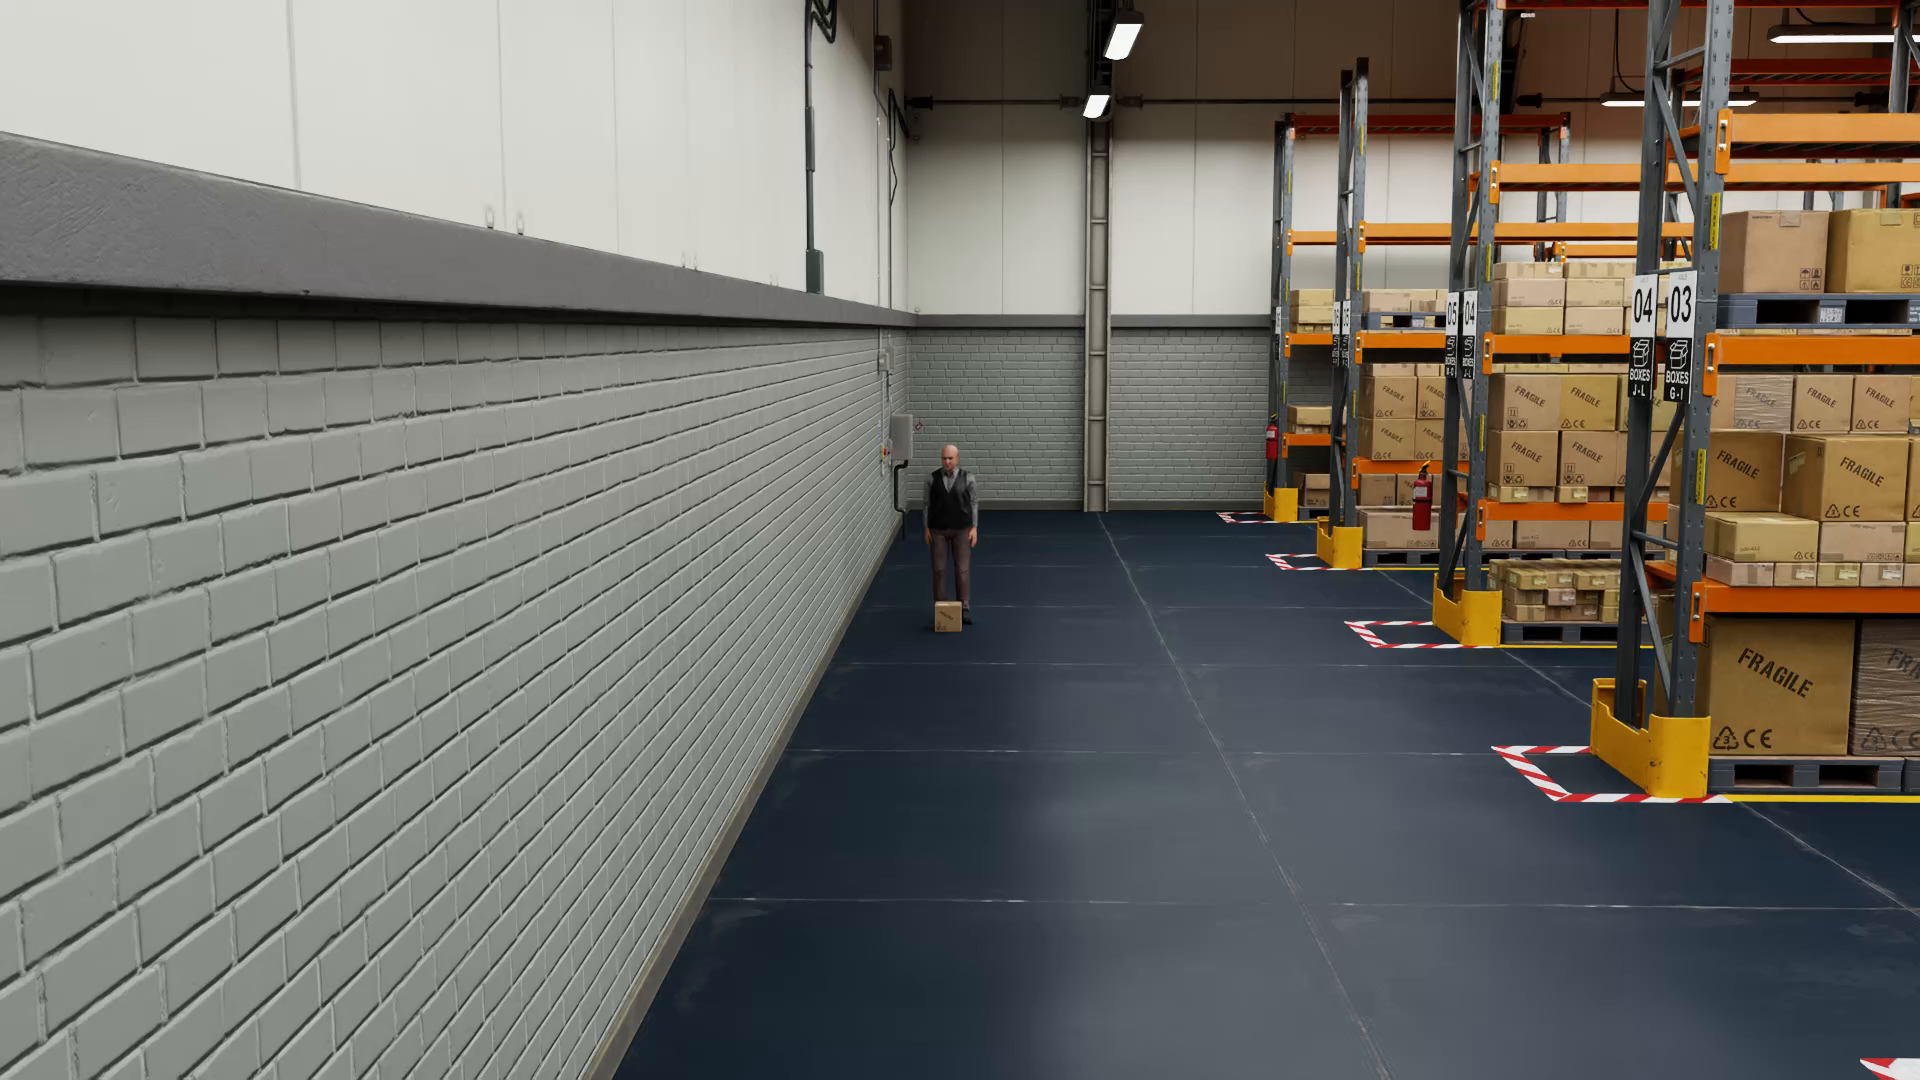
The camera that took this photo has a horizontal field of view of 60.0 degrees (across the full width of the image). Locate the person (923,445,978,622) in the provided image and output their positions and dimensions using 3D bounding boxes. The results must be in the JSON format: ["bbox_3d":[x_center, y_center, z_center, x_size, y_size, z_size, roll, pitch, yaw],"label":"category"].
[{"bbox_3d":[-0.098,-0.067,16.294,0.546,1.725,0.395,0,7,2],"label":"person"}]
